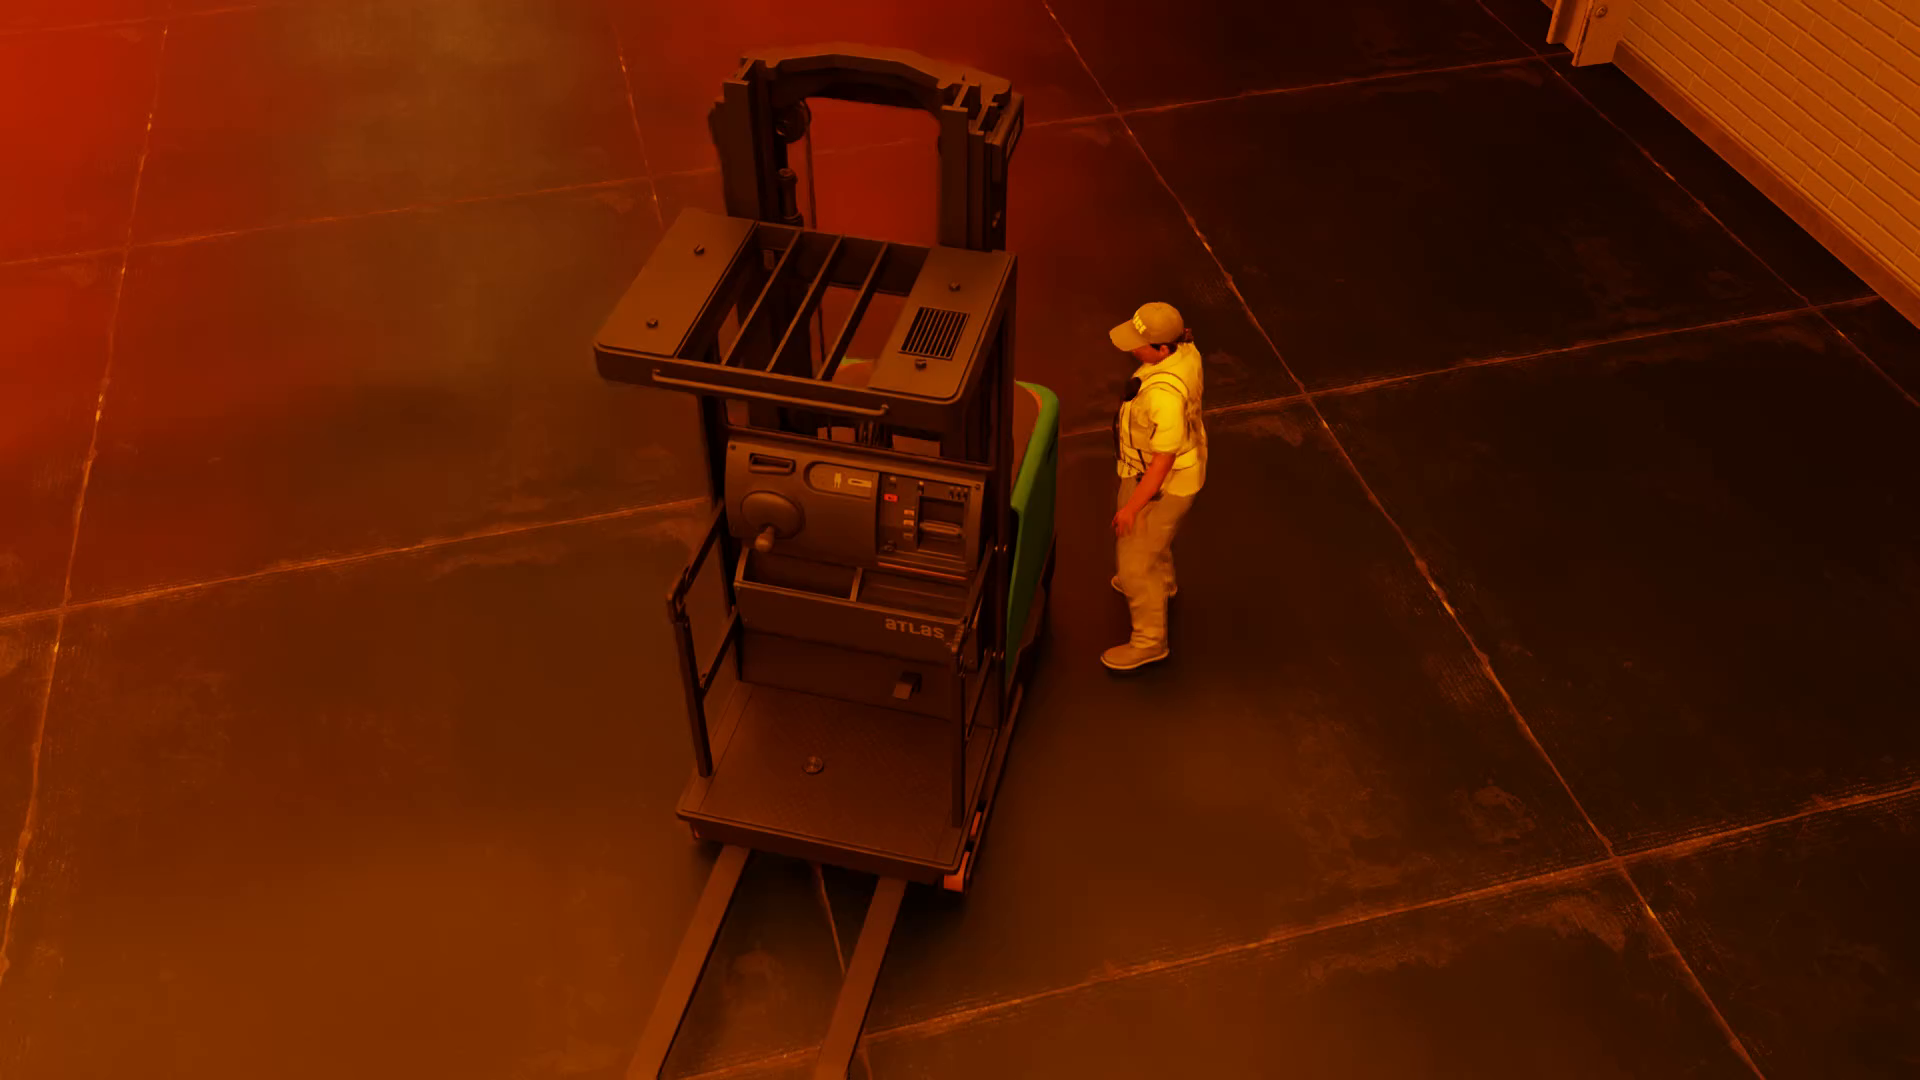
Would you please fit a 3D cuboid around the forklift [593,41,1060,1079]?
[{"bbox_3d":[-0.423,-0.019,5.665,1.130,2.935,3.031,10,44,10],"label":"forklift"}]

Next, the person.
[{"bbox_3d":[0.793,-0.270,6.872,0.435,1.645,0.740,8,44,9],"label":"person"}]
